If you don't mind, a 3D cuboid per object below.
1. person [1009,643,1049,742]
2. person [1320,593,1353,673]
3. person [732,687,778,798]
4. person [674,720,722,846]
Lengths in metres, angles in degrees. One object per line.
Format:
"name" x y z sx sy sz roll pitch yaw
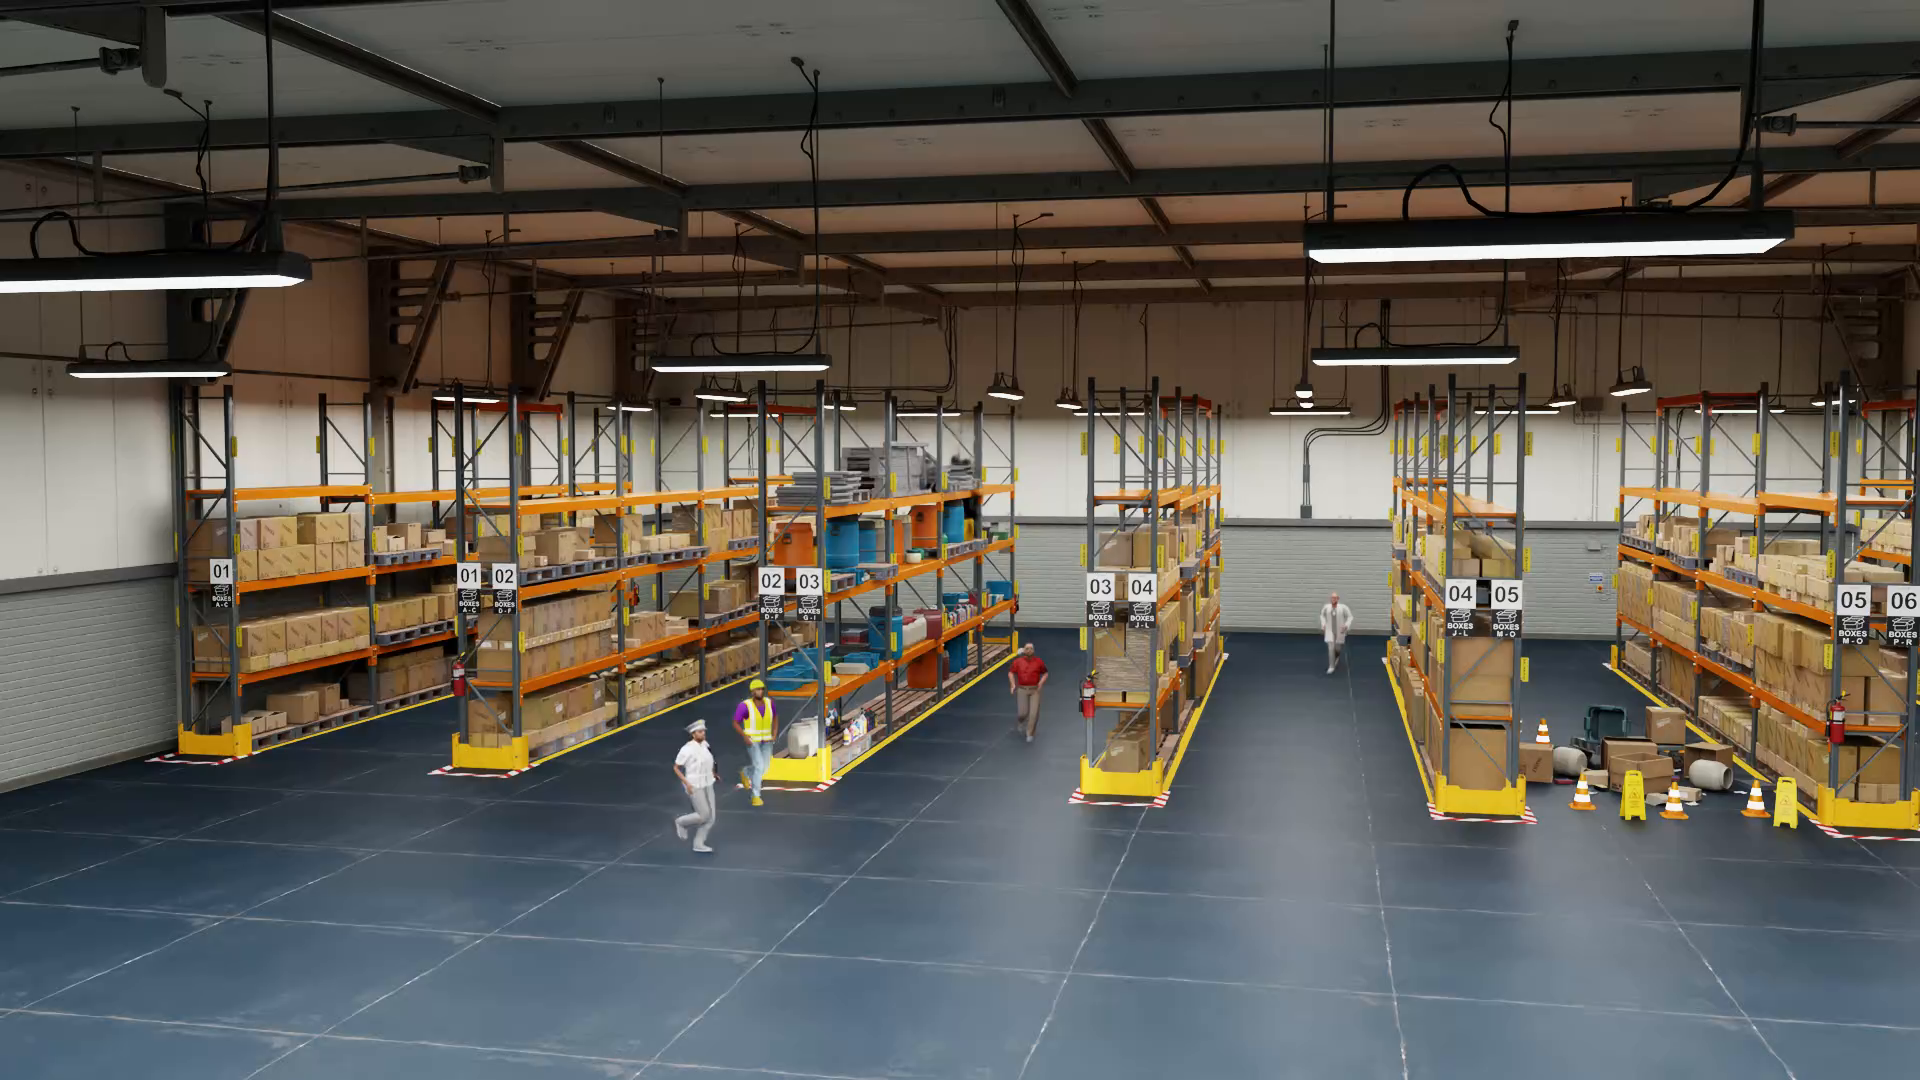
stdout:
"person" 1.174 2.582 28.279 0.677 1.675 0.604 0 3 -3
"person" 8.388 2.062 37.081 0.727 1.772 0.753 1 3 21
"person" -2.890 2.808 23.477 0.715 1.636 0.609 -2 4 -37
"person" -3.198 3.004 20.533 0.492 1.588 0.589 2 4 35
